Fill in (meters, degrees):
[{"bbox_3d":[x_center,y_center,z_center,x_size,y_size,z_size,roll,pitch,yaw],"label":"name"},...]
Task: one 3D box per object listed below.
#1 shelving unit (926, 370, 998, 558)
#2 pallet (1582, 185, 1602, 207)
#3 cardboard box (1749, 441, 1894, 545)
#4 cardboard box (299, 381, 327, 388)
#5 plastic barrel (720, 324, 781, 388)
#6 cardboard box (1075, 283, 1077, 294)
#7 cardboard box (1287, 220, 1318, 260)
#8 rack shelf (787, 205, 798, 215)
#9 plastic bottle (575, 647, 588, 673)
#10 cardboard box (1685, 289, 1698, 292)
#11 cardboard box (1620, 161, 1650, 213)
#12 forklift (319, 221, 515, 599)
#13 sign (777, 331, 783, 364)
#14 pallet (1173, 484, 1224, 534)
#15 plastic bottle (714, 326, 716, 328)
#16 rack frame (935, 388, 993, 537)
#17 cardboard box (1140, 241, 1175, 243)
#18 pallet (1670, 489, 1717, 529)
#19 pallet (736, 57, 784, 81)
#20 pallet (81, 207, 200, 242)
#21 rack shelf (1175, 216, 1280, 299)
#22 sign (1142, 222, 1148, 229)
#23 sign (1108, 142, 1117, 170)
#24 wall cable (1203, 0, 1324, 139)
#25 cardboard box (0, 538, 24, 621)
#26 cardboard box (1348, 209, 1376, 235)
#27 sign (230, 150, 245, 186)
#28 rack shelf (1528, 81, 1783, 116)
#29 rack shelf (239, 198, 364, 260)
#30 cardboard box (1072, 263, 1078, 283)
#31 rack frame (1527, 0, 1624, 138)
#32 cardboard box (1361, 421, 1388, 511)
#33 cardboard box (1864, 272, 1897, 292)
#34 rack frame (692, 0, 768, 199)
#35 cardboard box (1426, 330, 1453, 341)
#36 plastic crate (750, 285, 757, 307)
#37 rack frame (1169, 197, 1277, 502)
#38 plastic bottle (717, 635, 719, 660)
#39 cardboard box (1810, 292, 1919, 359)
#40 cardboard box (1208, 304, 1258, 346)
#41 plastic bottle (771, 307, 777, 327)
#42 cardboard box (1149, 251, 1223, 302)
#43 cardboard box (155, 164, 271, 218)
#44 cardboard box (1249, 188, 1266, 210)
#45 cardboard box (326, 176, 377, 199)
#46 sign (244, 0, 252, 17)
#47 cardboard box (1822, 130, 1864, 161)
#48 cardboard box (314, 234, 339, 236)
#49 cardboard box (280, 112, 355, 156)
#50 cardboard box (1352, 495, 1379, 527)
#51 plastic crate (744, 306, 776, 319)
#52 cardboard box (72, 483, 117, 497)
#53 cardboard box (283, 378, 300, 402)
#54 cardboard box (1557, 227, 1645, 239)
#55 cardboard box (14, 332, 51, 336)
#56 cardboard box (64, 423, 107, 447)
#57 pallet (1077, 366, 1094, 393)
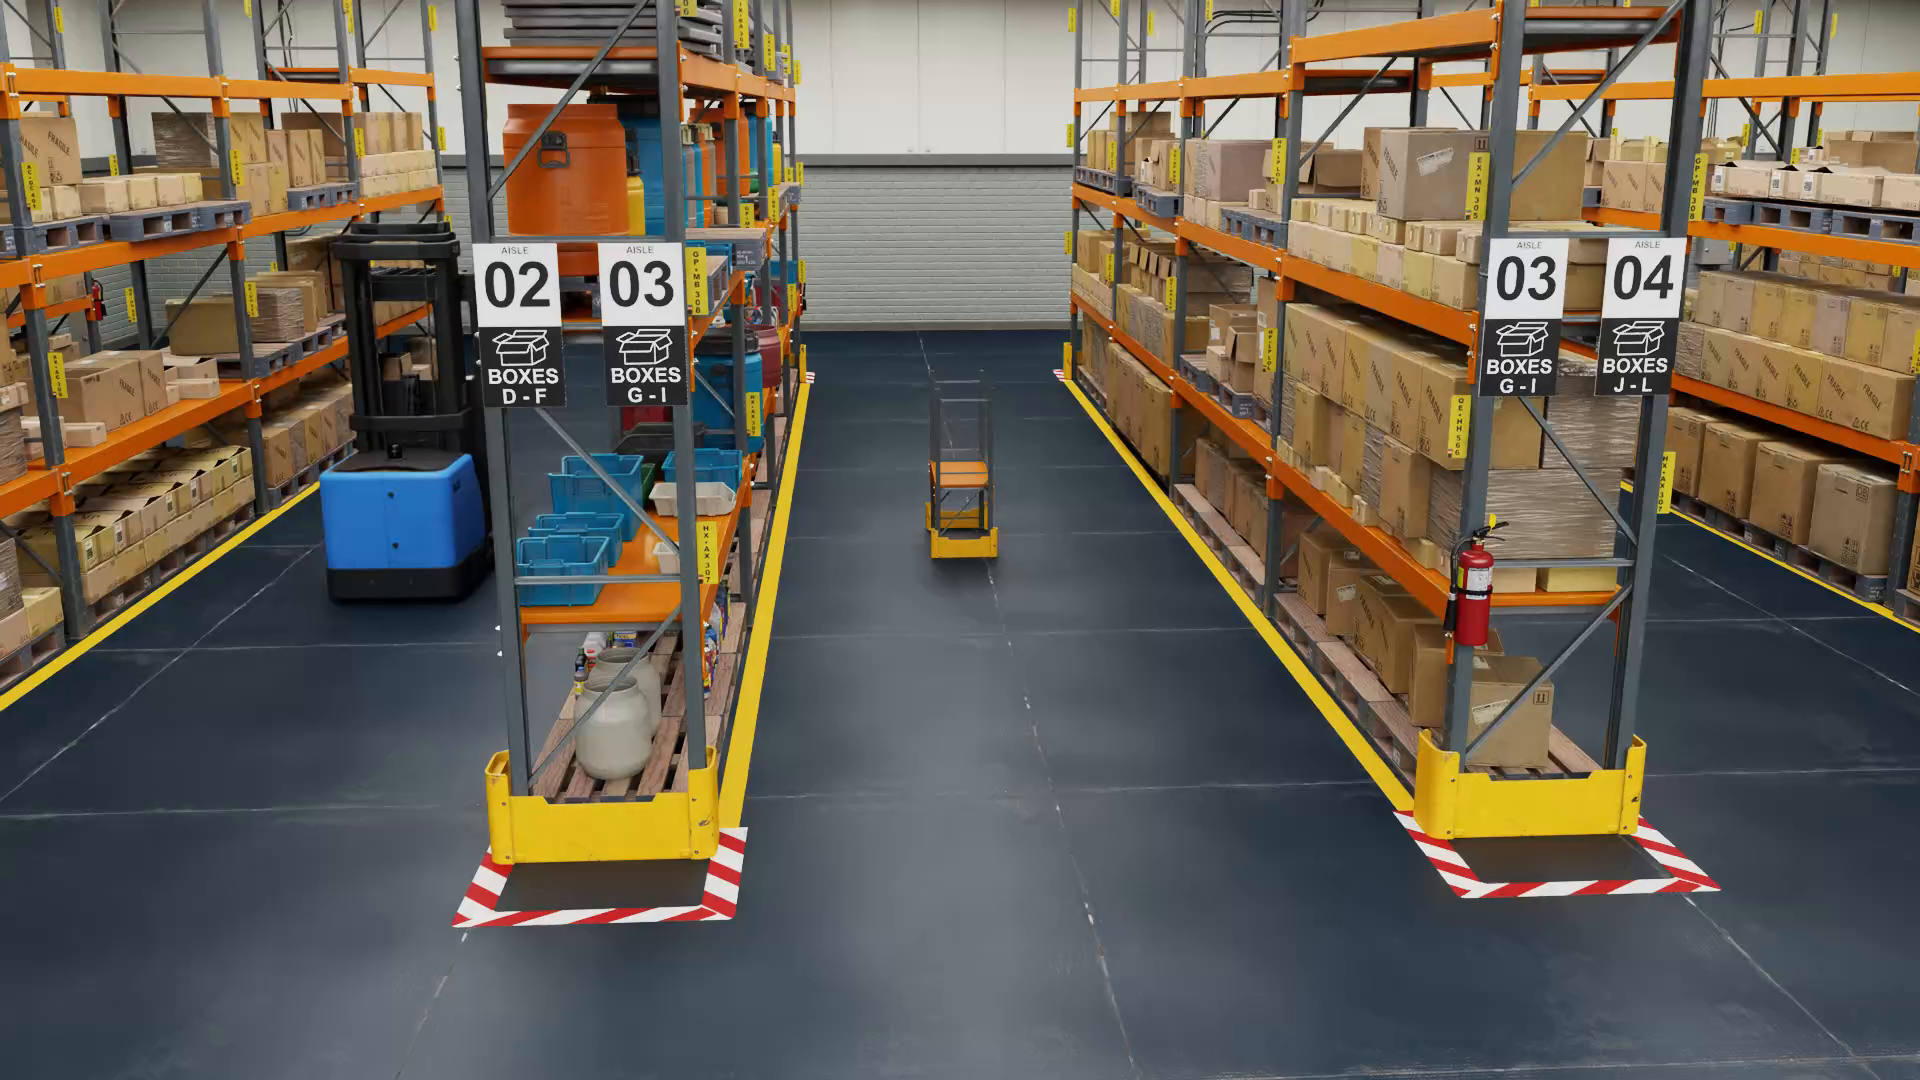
[{"bbox_3d":[0.005,-0.707,14.989,0.587,1.500,1.083,-1,14,-3],"label":"shelving unit"},{"bbox_3d":[7.327,-3.854,18.567,1.213,0.211,1.003,-1,14,-3],"label":"pallet"},{"bbox_3d":[7.639,-0.423,14.545,1.050,0.750,0.750,-1,14,-3],"label":"cardboard box"},{"bbox_3d":[-7.730,-1.580,19.506,0.500,0.500,0.500,-2,15,-6],"label":"cardboard box"},{"bbox_3d":[-1.993,-1.738,15.712,0.600,0.536,0.708,-1,14,-3],"label":"plastic barrel"},{"bbox_3d":[1.833,-3.570,23.610,0.380,0.149,0.250,-1,14,-4],"label":"cardboard box"},{"bbox_3d":[2.639,-2.129,11.784,0.500,0.250,0.500,-1,15,-6],"label":"cardboard box"},{"bbox_3d":[-2.696,-4.379,21.675,1.077,0.370,4.000,-1,14,-3],"label":"rack shelf"},{"bbox_3d":[-2.406,0.831,10.571,0.061,0.283,0.133,-1,14,-2],"label":"plastic bottle"},{"bbox_3d":[7.695,-2.592,17.772,0.380,0.149,0.250,-1,15,-6],"label":"cardboard box"},{"bbox_3d":[7.243,-3.674,17.289,0.500,0.500,0.500,-1,14,-3],"label":"cardboard box"},{"bbox_3d":[-4.574,-1.268,14.296,1.130,2.935,3.031,-1,14,-3],"label":"forklift"},{"bbox_3d":[-1.776,-1.872,16.179,0.100,0.325,0.005,-1,14,-3],"label":"sign"},{"bbox_3d":[2.666,-0.314,16.048,1.003,0.211,1.213,-1,14,-3],"label":"pallet"},{"bbox_3d":[-2.729,-2.279,18.486,0.097,0.201,0.097,0,14,0],"label":"plastic bottle"},{"bbox_3d":[0.037,-0.579,14.489,0.500,1.500,0.032,-1,14,-3],"label":"rack frame"},{"bbox_3d":[2.574,-3.534,21.166,0.500,0.500,0.500,-1,14,-3],"label":"cardboard box"},{"bbox_3d":[7.549,-0.363,16.237,1.003,0.211,1.213,-1,14,-3],"label":"pallet"},{"bbox_3d":[-2.338,-4.583,16.184,1.213,0.211,1.003,-1,14,-3],"label":"pallet"},{"bbox_3d":[-7.065,-2.623,13.784,1.003,0.211,1.213,0,14,-1],"label":"pallet"},{"bbox_3d":[2.743,-2.466,14.239,1.077,0.370,4.000,-1,14,-3],"label":"rack shelf"},{"bbox_3d":[2.666,-4.529,24.034,0.100,0.325,0.005,-1,14,-3],"label":"sign"},{"bbox_3d":[1.817,-4.586,19.840,0.100,0.325,0.005,-1,14,-3],"label":"sign"},{"bbox_3d":[5.213,-9.772,28.713,2.277,5.999,0.120,-1,14,-3],"label":"wall cable"},{"bbox_3d":[-6.754,0.289,11.277,0.500,0.500,0.500,-1,14,-3],"label":"cardboard box"},{"bbox_3d":[2.698,-2.028,10.594,0.380,0.149,0.250,-1,14,-5],"label":"cardboard box"},{"bbox_3d":[-6.714,-3.455,15.443,0.100,0.325,0.005,-1,14,-3],"label":"sign"},{"bbox_3d":[7.452,-4.771,17.981,1.077,0.370,4.000,-1,14,-3],"label":"rack shelf"},{"bbox_3d":[-7.392,-3.309,17.515,1.077,0.370,4.000,-1,14,-3],"label":"rack shelf"},{"bbox_3d":[1.884,-3.797,23.690,0.500,0.250,0.500,-1,14,-5],"label":"cardboard box"},{"bbox_3d":[7.328,-5.811,19.775,1.000,3.000,0.127,-1,14,-3],"label":"rack frame"},{"bbox_3d":[2.969,-0.447,10.169,0.875,0.500,0.500,-1,14,-3],"label":"cardboard box"},{"bbox_3d":[11.978,-3.167,21.338,0.500,0.500,0.500,-1,14,-3],"label":"cardboard box"},{"bbox_3d":[-2.324,-4.688,15.412,1.000,3.000,0.127,-1,14,-3],"label":"rack frame"},{"bbox_3d":[3.259,-1.060,10.547,0.500,0.500,0.500,-1,14,-3],"label":"cardboard box"},{"bbox_3d":[-2.483,-3.132,21.520,0.437,0.282,0.530,-1,14,-3],"label":"plastic crate"},{"bbox_3d":[2.619,-1.859,16.456,1.000,3.000,0.127,-1,14,-3],"label":"rack frame"},{"bbox_3d":[-1.676,0.707,11.214,0.097,0.201,0.097,0,14,0],"label":"plastic bottle"},{"bbox_3d":[7.722,-1.825,14.118,0.700,0.500,0.500,-1,14,-3],"label":"cardboard box"},{"bbox_3d":[2.692,-1.977,15.872,0.500,0.500,0.500,-3,15,-10],"label":"cardboard box"},{"bbox_3d":[-2.189,-2.530,19.163,0.144,0.351,0.185,-1,14,-3],"label":"plastic bottle"},{"bbox_3d":[2.504,-2.904,18.304,0.797,0.503,0.637,0,14,-2],"label":"cardboard box"},{"bbox_3d":[-7.361,-3.443,16.392,0.910,0.500,0.500,-1,14,-3],"label":"cardboard box"},{"bbox_3d":[2.651,-2.872,13.999,0.380,0.166,0.250,-1,14,-5],"label":"cardboard box"},{"bbox_3d":[-7.299,-4.207,19.862,0.500,0.250,0.500,-1,14,-3],"label":"cardboard box"},{"bbox_3d":[-8.059,-6.094,18.843,0.100,0.325,0.005,-1,14,-3],"label":"sign"},{"bbox_3d":[11.990,-5.251,22.375,0.500,0.500,0.500,-1,14,-2],"label":"cardboard box"},{"bbox_3d":[-7.871,-3.609,21.050,0.500,0.500,0.500,-1,14,-3],"label":"cardboard box"},{"bbox_3d":[-7.584,-4.808,19.689,0.700,0.500,0.500,-1,14,-3],"label":"cardboard box"},{"bbox_3d":[2.693,-0.187,10.461,0.380,0.149,0.250,-1,14,-3],"label":"cardboard box"},{"bbox_3d":[-2.458,-2.797,20.509,0.396,0.136,0.243,-1,14,-3],"label":"plastic crate"},{"bbox_3d":[-7.426,-0.331,14.065,0.500,0.311,0.500,-1,14,-4],"label":"cardboard box"},{"bbox_3d":[-7.668,-1.695,18.446,0.500,0.250,0.500,-1,14,-3],"label":"cardboard box"},{"bbox_3d":[3.409,-1.581,8.855,0.380,0.149,0.250,-1,14,-2],"label":"cardboard box"},{"bbox_3d":[-12.772,-2.782,22.914,0.380,0.149,0.250,-1,14,-3],"label":"cardboard box"},{"bbox_3d":[-6.871,-0.814,12.899,0.380,0.149,0.250,-1,14,-3],"label":"cardboard box"},{"bbox_3d":[2.251,-2.301,23.768,1.003,0.211,1.213,-1,14,-3],"label":"pallet"}]
